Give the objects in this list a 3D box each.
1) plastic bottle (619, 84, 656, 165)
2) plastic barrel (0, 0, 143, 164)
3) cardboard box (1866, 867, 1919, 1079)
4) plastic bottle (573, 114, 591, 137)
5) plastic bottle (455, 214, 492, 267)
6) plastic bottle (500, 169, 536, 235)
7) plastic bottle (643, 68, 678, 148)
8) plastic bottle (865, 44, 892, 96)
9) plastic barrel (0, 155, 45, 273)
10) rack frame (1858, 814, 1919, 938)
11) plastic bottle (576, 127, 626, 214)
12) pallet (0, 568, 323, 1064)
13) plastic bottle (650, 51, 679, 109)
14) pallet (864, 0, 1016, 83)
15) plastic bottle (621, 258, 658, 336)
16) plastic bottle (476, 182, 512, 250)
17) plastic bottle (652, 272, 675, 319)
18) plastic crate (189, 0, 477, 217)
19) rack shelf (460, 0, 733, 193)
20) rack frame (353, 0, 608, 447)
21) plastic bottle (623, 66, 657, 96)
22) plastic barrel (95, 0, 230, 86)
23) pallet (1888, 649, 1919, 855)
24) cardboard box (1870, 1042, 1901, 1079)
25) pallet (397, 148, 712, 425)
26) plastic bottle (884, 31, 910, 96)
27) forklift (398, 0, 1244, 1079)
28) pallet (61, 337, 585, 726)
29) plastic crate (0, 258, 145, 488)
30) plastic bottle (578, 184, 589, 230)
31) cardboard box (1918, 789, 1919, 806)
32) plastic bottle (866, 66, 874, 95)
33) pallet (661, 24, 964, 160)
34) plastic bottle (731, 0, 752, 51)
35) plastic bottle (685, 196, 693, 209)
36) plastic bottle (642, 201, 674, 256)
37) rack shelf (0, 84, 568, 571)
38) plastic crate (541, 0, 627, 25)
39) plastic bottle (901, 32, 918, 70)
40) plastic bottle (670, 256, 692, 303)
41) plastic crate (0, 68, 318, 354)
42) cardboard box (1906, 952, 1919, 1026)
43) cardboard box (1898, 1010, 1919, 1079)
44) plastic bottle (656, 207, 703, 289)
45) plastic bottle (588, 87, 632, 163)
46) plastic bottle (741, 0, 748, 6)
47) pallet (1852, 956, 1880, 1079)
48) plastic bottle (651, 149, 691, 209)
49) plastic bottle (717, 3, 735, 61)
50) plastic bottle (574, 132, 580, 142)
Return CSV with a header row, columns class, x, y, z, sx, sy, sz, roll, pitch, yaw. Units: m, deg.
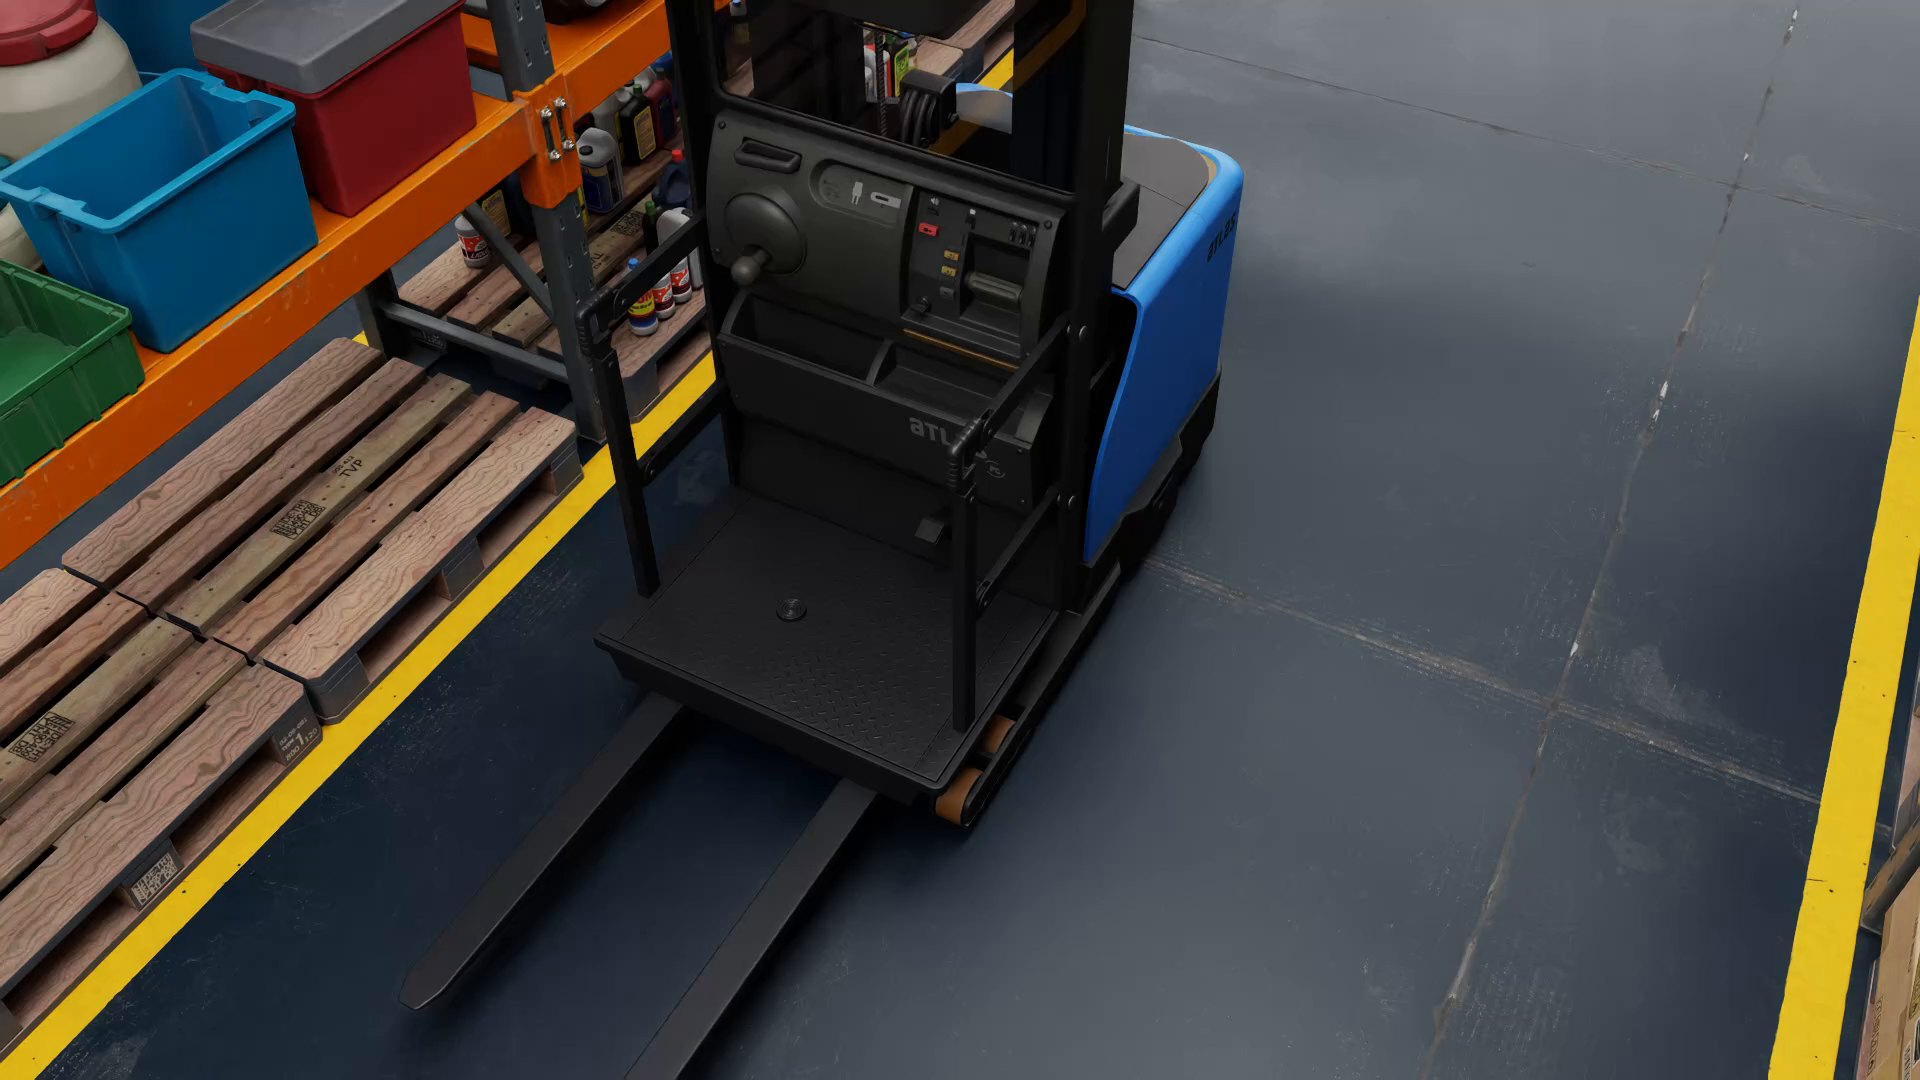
class,x,y,z,sx,sy,sz,roll,pitch,yaw
plastic bottle,-1.225,-1.577,6.300,0.061,0.283,0.133,20,49,19
plastic barrel,-2.249,-1.087,4.119,0.433,0.535,0.433,0,45,0
cardboard box,2.368,1.060,3.732,0.500,0.250,0.500,19,48,18
plastic bottle,-1.439,-1.507,6.231,0.061,0.283,0.133,24,50,22
plastic bottle,-1.718,-1.072,5.858,0.097,0.201,0.097,0,45,0
plastic bottle,-1.567,-1.294,5.973,0.144,0.351,0.185,19,48,18
plastic bottle,-1.155,-1.660,6.383,0.061,0.283,0.133,20,49,19
plastic bottle,-0.359,-1.835,6.560,0.152,0.276,0.135,21,49,19
plastic barrel,-2.361,-0.737,3.967,0.301,0.262,0.301,0,45,0
rack frame,2.775,0.069,3.073,1.000,3.000,0.127,20,49,19
plastic bottle,-1.335,-1.355,6.086,0.152,0.276,0.135,20,49,19
pallet,-2.506,0.690,4.420,1.003,0.211,1.213,20,49,19
plastic bottle,-1.171,-1.839,6.567,0.097,0.271,0.097,0,45,0
pallet,-0.129,-2.535,7.607,1.003,0.211,1.213,20,49,19
plastic bottle,-1.075,-0.821,5.561,0.097,0.271,0.097,0,45,0
plastic bottle,-1.680,-1.181,5.909,0.061,0.283,0.133,23,50,21
plastic bottle,-1.027,-0.860,5.649,0.097,0.201,0.097,0,45,0
plastic crate,-1.565,-1.186,4.268,0.402,0.464,0.583,20,49,19
rack shelf,-0.682,-2.576,6.193,1.077,0.370,4.000,20,49,19
rack frame,-1.611,-1.569,4.692,1.000,3.000,0.127,20,49,19
plastic bottle,-1.249,-1.693,6.420,0.152,0.276,0.135,21,49,20
plastic barrel,-2.058,-1.602,4.372,0.600,0.901,0.708,20,49,19
pallet,3.181,0.562,4.546,1.003,0.211,1.213,20,49,19
cardboard box,2.130,1.381,3.414,0.500,0.250,0.500,22,49,20
pallet,-1.262,-0.998,6.088,1.003,0.211,1.213,20,49,19
plastic bottle,-0.256,-1.908,6.627,0.061,0.283,0.133,22,49,20
forklift,-0.300,-0.636,3.818,1.130,2.935,3.031,21,49,20
pallet,-1.941,-0.081,5.182,1.003,0.211,1.213,20,49,19
plastic crate,-2.169,-0.304,3.591,0.450,0.188,0.662,20,49,19
plastic bottle,-1.439,-1.246,5.926,0.144,0.351,0.185,20,49,19
cardboard box,2.797,0.523,4.262,0.500,0.250,0.500,20,49,19
plastic bottle,-0.424,-1.747,6.474,0.152,0.276,0.135,19,48,18
pallet,-0.697,-1.770,6.851,1.003,0.211,1.213,20,49,19
plastic bottle,-0.920,-2.156,6.930,0.097,0.201,0.097,0,45,0
plastic bottle,-0.869,-1.164,5.845,0.144,0.351,0.185,22,49,20
plastic bottle,-1.043,-1.072,5.801,0.061,0.283,0.133,20,49,19
rack shelf,-2.539,-0.056,3.703,1.077,0.370,4.000,20,49,19
plastic crate,-1.255,-1.835,4.998,0.767,0.338,0.504,20,49,19
plastic bottle,-0.218,-1.958,6.735,0.097,0.201,0.097,0,45,0
plastic bottle,-0.980,-0.924,5.713,0.097,0.201,0.097,0,45,0
plastic crate,-1.847,-0.766,3.909,0.392,0.384,0.575,20,49,19
cardboard box,2.362,0.869,3.526,0.500,0.311,0.500,21,49,19
cardboard box,2.125,1.182,3.216,0.500,0.311,0.500,20,49,19
plastic bottle,-0.949,-1.035,5.770,0.152,0.276,0.135,22,49,20
plastic bottle,-1.328,-1.618,6.293,0.144,0.351,0.185,20,49,19
plastic bottle,-0.872,-2.245,6.969,0.097,0.271,0.097,0,45,0
pallet,2.467,1.526,3.594,1.003,0.211,1.213,20,49,19
plastic bottle,-0.996,-1.212,5.892,0.144,0.351,0.185,20,49,19
plastic bottle,-0.993,-2.113,6.830,0.061,0.283,0.133,21,49,20
plastic bottle,-1.478,-1.414,6.092,0.144,0.351,0.185,18,48,17
